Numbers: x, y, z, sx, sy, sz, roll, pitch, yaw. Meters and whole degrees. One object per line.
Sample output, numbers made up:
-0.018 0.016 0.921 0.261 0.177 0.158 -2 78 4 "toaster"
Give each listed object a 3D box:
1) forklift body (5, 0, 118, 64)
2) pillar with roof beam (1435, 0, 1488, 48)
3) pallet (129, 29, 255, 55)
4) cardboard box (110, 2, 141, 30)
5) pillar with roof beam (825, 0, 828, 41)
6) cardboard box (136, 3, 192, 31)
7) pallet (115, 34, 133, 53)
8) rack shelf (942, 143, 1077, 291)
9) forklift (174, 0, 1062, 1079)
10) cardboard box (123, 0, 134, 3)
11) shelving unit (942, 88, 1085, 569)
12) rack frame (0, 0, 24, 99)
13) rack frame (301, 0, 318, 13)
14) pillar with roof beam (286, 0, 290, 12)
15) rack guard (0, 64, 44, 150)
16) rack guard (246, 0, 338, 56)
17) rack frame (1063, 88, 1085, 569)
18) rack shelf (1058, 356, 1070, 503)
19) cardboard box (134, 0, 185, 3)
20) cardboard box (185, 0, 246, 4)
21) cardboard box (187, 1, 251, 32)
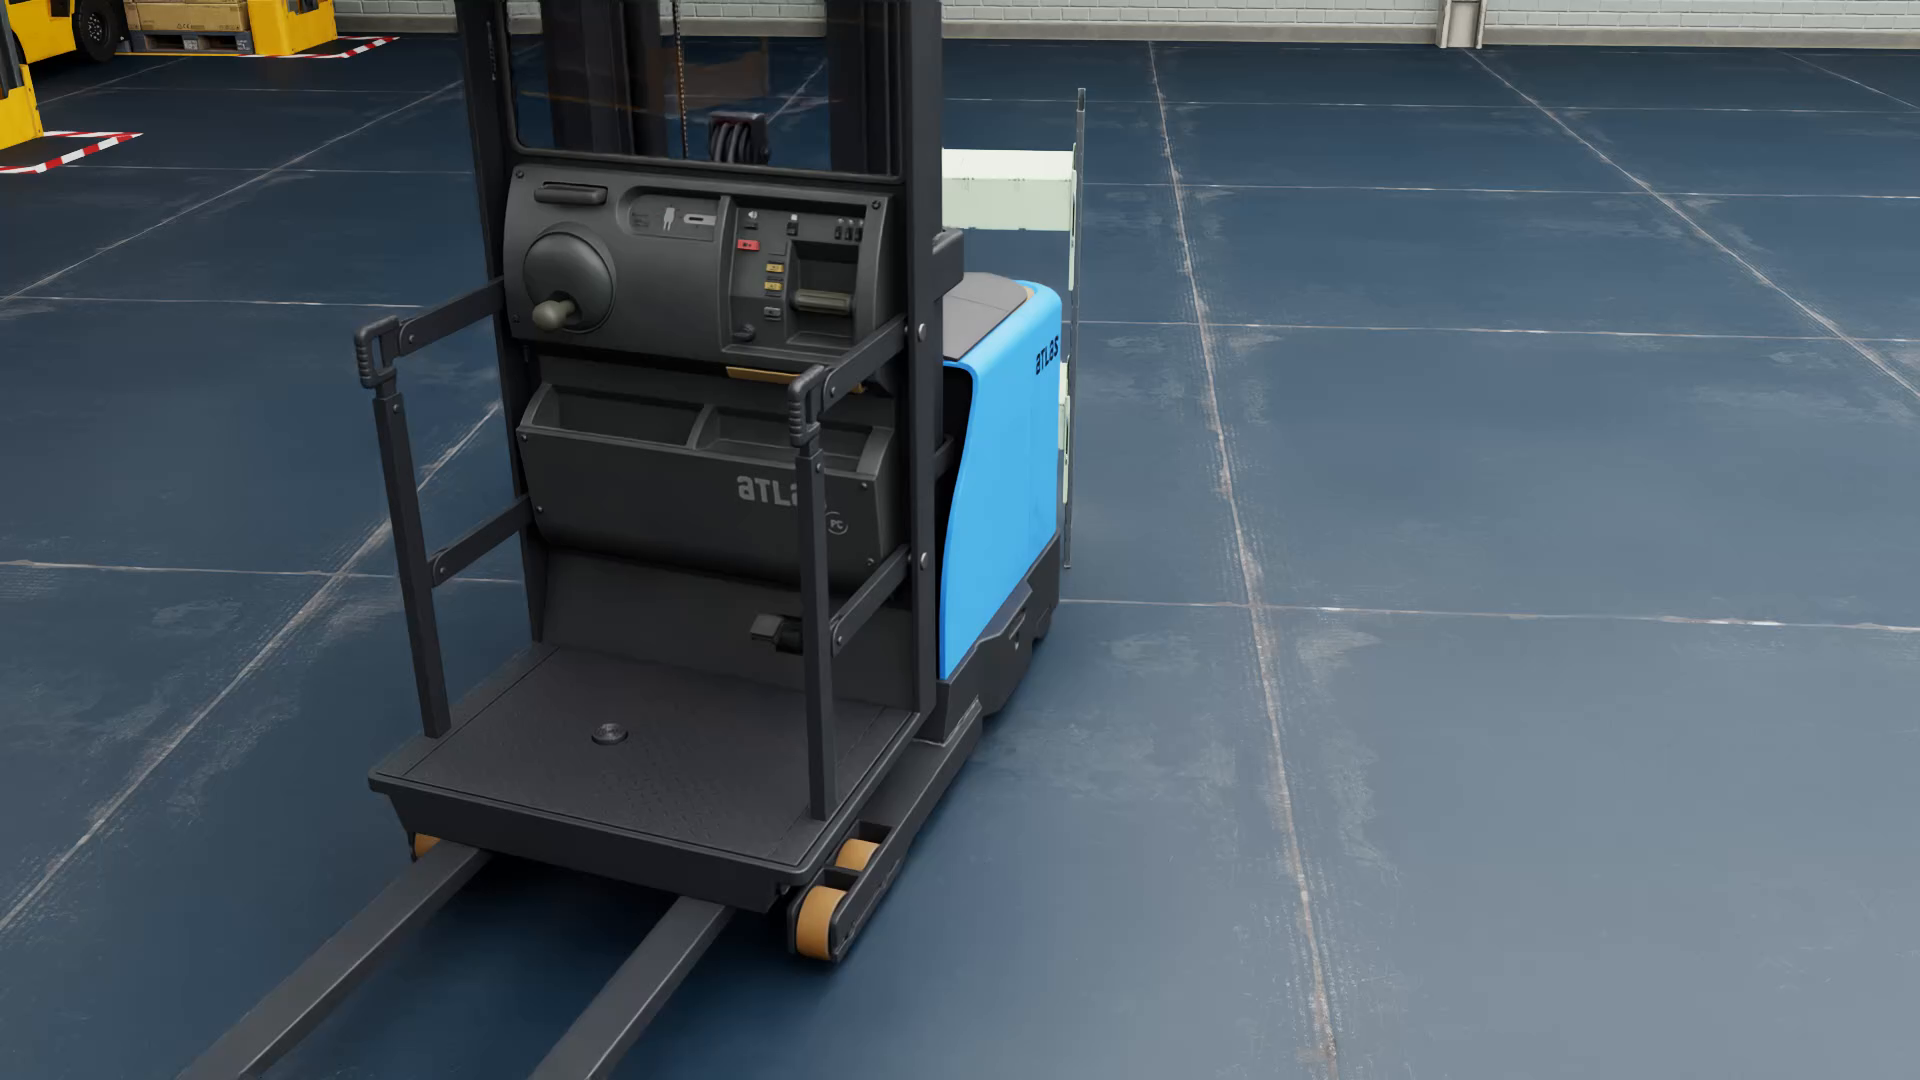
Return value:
-8.507 -5.090 14.238 1.214 2.155 2.313 2 25 4 "forklift body"
4.533 -7.120 10.458 0.400 9.000 9.100 2 25 4 "pillar with roof beam"
-7.242 -4.915 16.179 1.213 0.211 1.003 2 25 4 "pallet"
-7.962 -5.040 15.901 0.500 0.250 0.500 2 25 5 "cardboard box"
-1.449 -7.312 10.875 0.400 9.000 9.100 2 25 4 "pillar with roof beam"
-7.464 -5.020 15.858 0.500 0.250 0.500 2 25 4 "cardboard box"
-8.455 -4.955 16.267 1.213 0.211 1.003 2 25 4 "pallet"
0.007 -1.036 5.273 0.720 0.370 0.431 2 25 4 "rack shelf"
-0.671 -0.586 3.517 1.130 2.935 3.031 9 26 18 "forklift"
-8.001 -5.257 15.776 0.500 0.250 0.500 1 25 3 "cardboard box"
0.007 -0.681 5.436 0.755 1.500 0.431 2 25 4 "shelving unit"
-6.853 -4.106 11.085 0.127 3.000 1.000 2 25 4 "rack frame"
-6.477 -6.175 15.581 0.127 3.000 1.000 2 25 4 "rack frame"
-7.431 -7.504 11.293 0.400 9.000 9.100 2 25 4 "pillar with roof beam"
-6.929 -2.973 11.613 0.348 0.500 1.175 2 25 4 "rack guard"
-6.453 -5.039 16.102 0.348 0.500 1.175 2 25 4 "rack guard"
0.372 -0.669 5.411 0.023 1.500 0.400 2 25 4 "rack frame"
0.007 -0.385 5.572 0.720 0.370 0.431 2 25 4 "rack shelf"
-7.485 -5.249 15.759 0.500 0.250 0.500 2 25 3 "cardboard box"
-6.986 -5.229 15.714 0.500 0.250 0.500 2 25 3 "cardboard box"
-6.969 -5.000 15.815 0.500 0.250 0.500 2 25 4 "cardboard box"
